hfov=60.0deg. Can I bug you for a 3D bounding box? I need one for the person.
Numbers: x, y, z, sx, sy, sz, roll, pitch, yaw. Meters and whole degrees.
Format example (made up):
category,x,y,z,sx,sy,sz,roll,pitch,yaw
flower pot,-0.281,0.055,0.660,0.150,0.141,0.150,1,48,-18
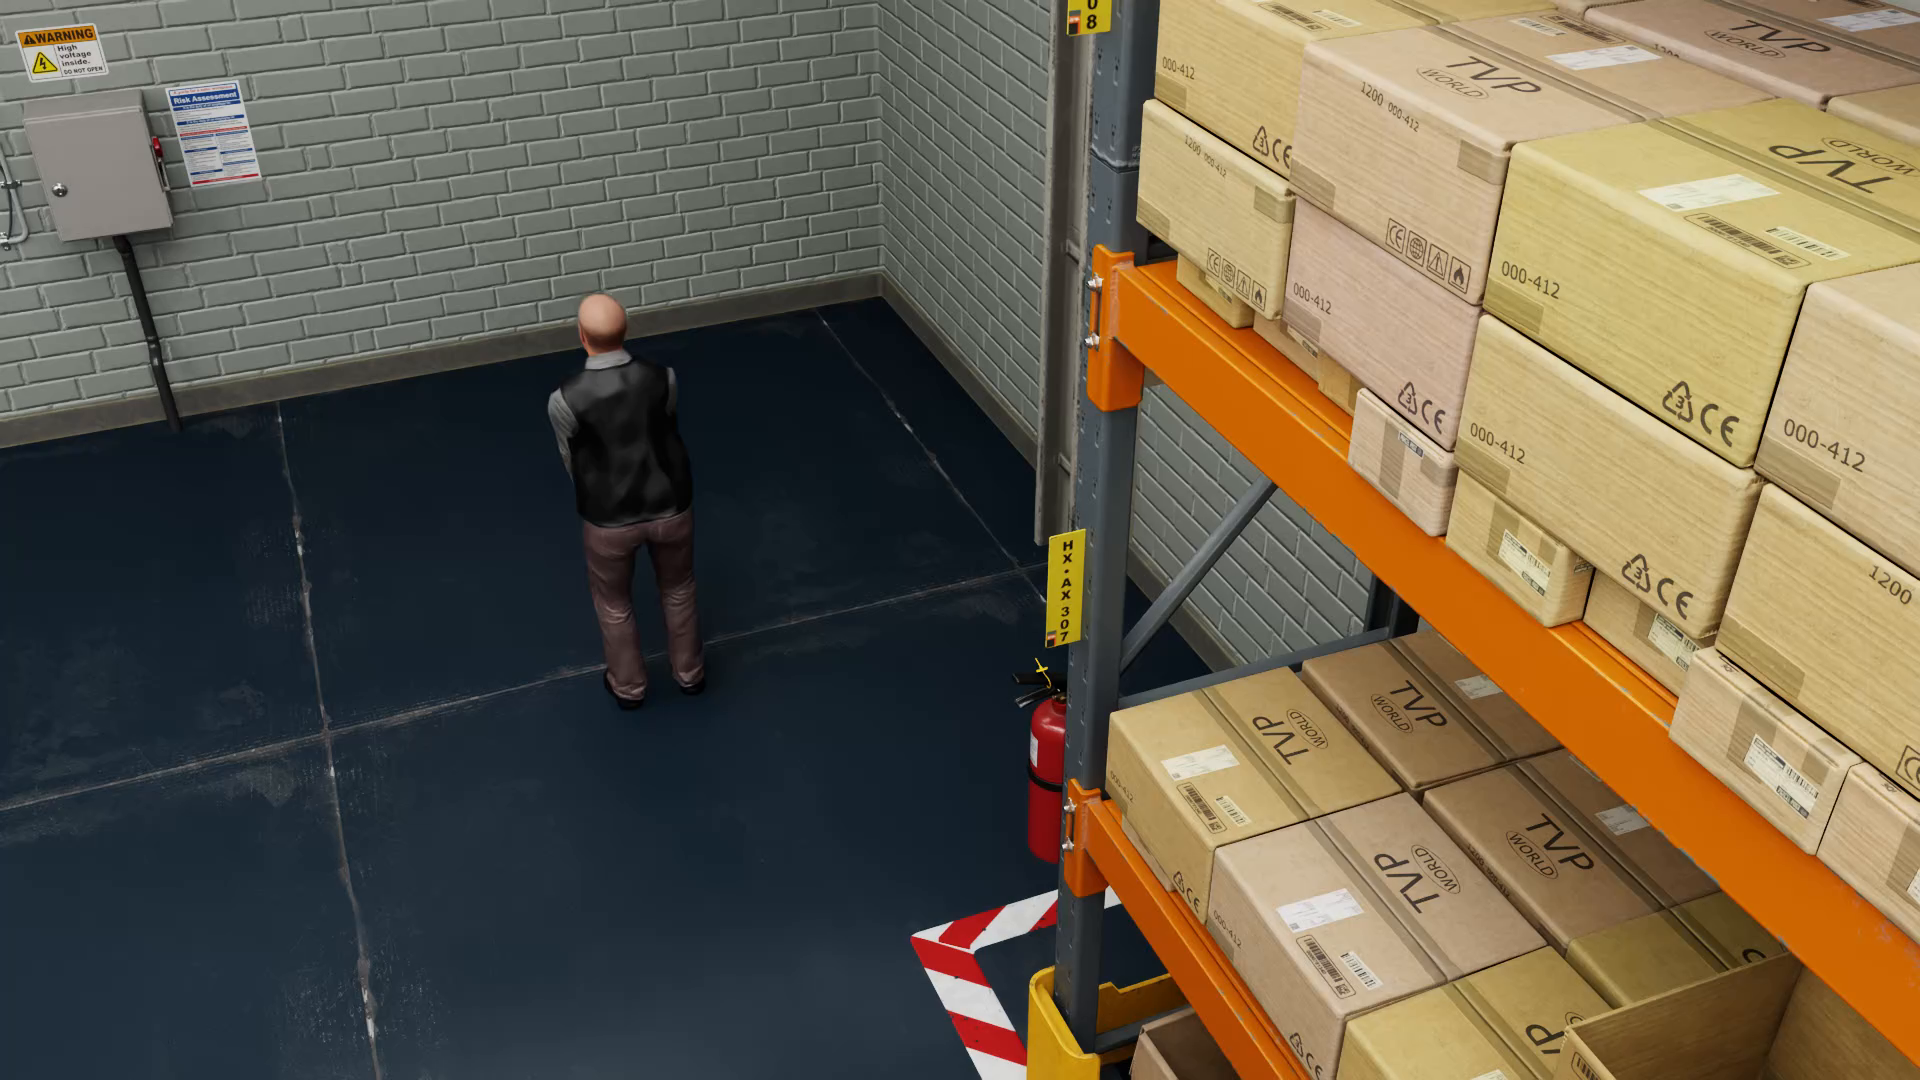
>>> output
category,x,y,z,sx,sy,sz,roll,pitch,yaw
person,-1.285,-0.151,6.409,0.488,1.711,0.574,-14,36,-20
